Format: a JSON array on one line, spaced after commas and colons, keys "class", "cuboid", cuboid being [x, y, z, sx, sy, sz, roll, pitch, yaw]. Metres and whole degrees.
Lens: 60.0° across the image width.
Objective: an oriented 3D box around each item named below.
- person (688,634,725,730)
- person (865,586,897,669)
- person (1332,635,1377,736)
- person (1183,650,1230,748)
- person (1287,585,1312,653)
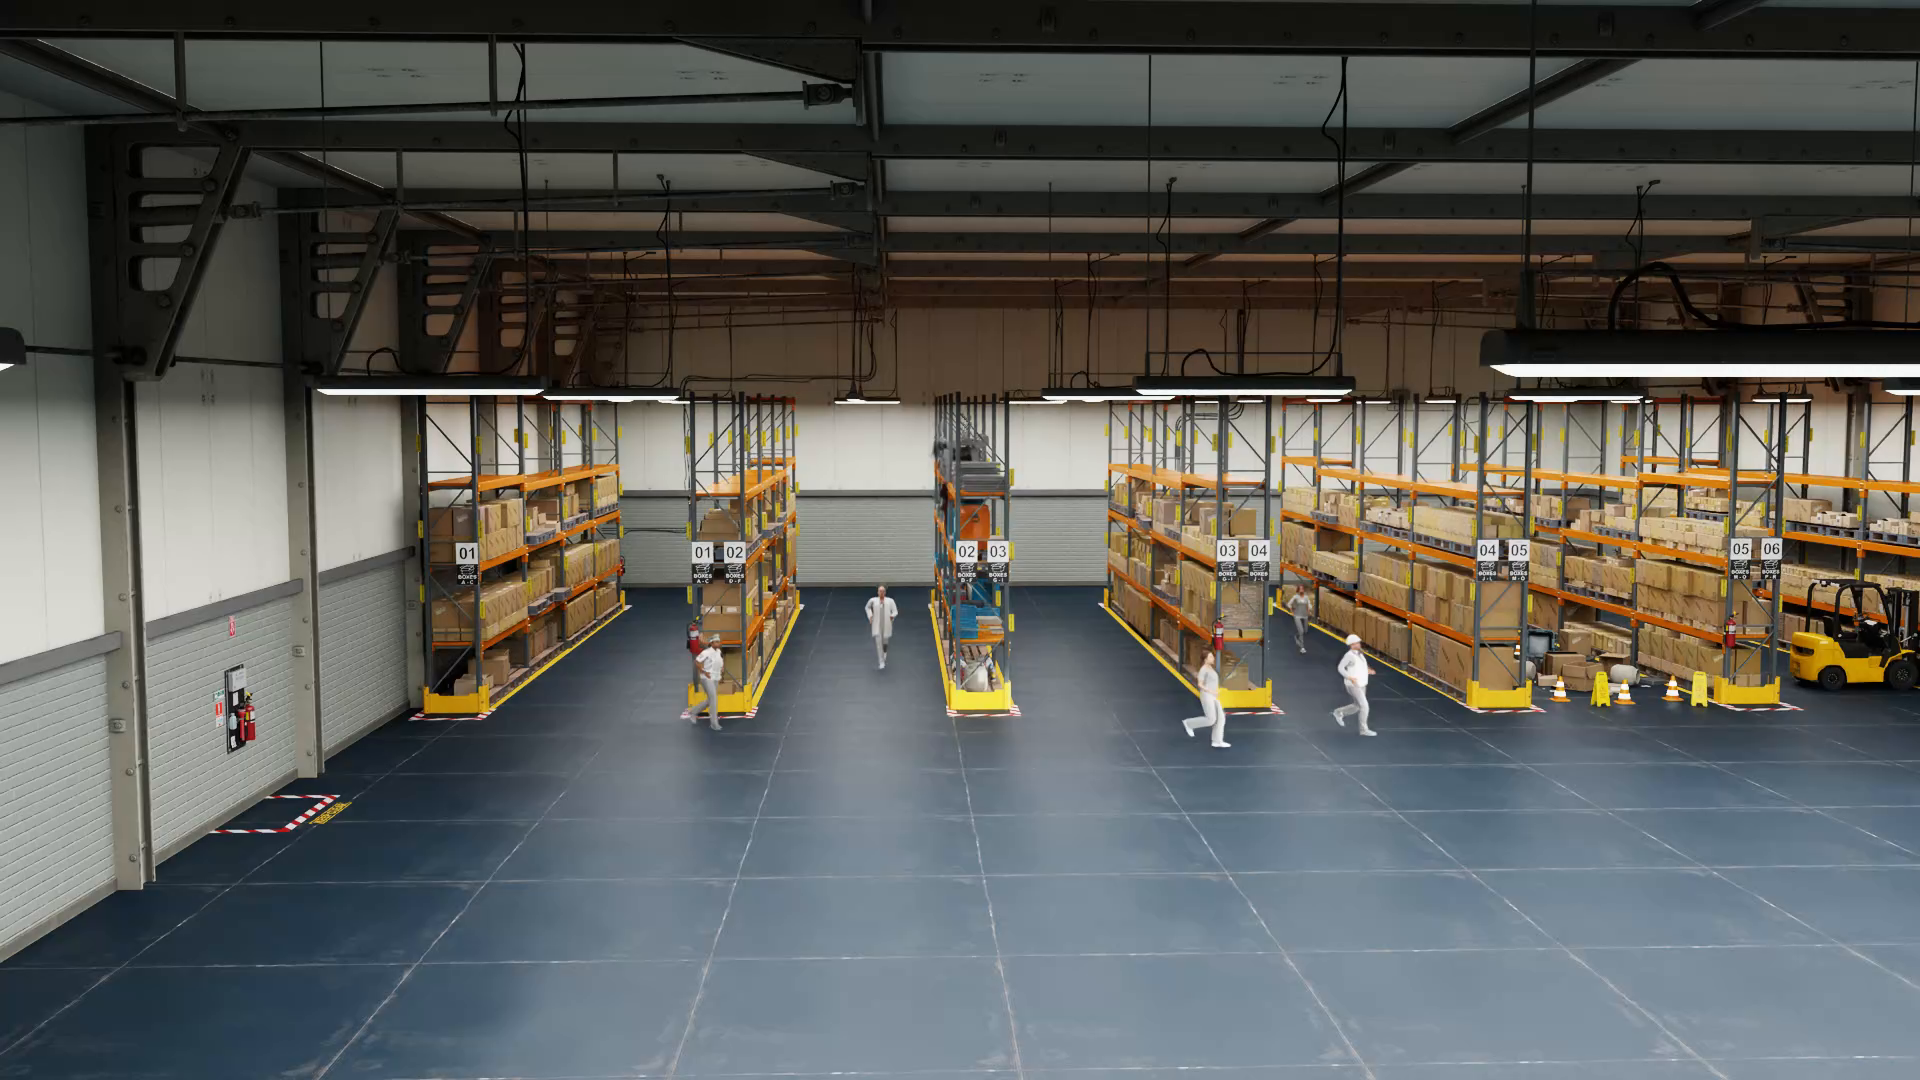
[{"class": "person", "cuboid": [-4.468, 2.522, 29.811, 0.813, 1.697, 0.615, 3, 5, 32]}, {"class": "person", "cuboid": [-1.733, 1.907, 36.736, 0.710, 1.775, 0.969, 0, 5, -5]}, {"class": "person", "cuboid": [6.889, 2.524, 29.050, 0.868, 1.745, 0.670, 3, 6, 36]}, {"class": "person", "cuboid": [4.183, 2.670, 28.051, 0.806, 1.631, 0.580, 2, 5, 28]}, {"class": "person", "cuboid": [7.946, 1.823, 38.860, 0.548, 1.568, 0.805, -1, 5, -9]}]
